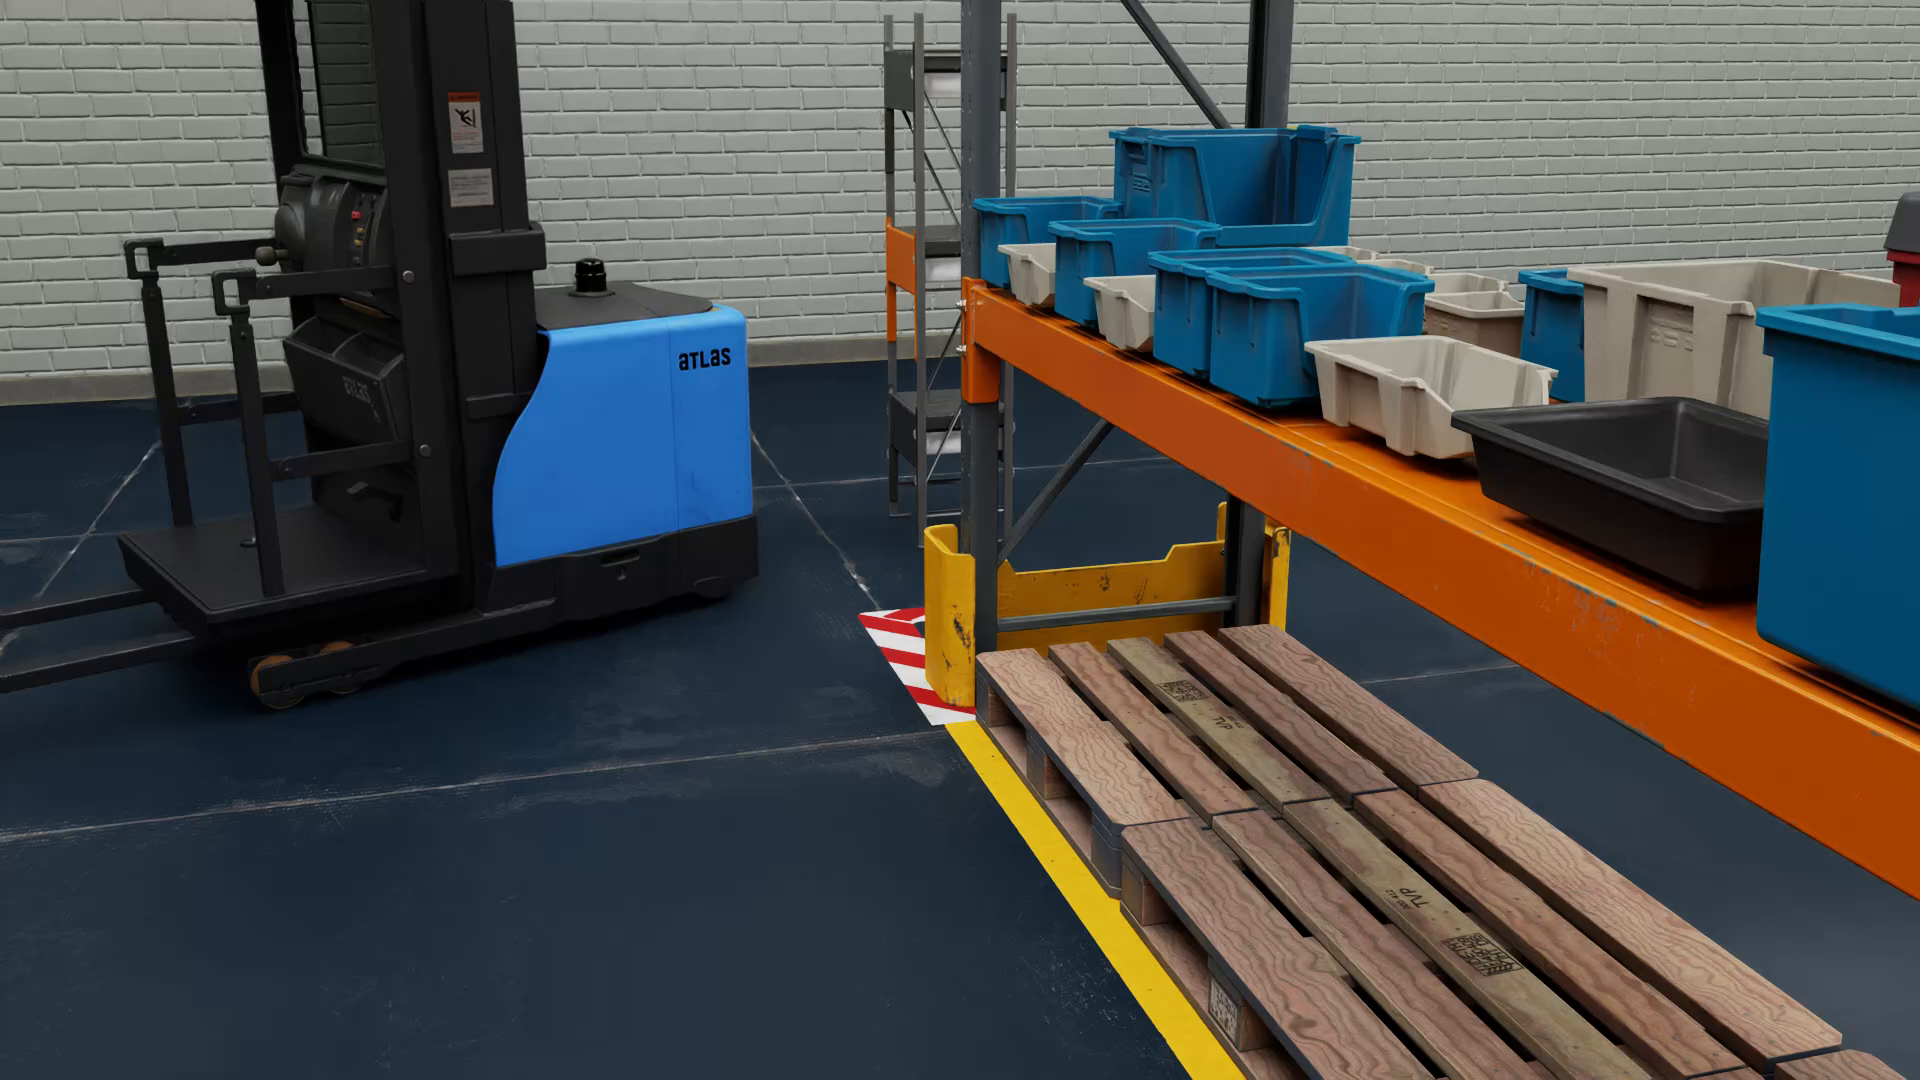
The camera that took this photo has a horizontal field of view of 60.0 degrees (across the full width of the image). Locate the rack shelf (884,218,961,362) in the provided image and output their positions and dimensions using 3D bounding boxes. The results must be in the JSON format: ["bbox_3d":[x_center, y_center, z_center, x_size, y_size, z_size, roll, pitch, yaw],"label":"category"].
[{"bbox_3d":[-0.045,-1.038,6.806,0.431,0.518,0.480,-5,17,-15],"label":"rack shelf"}]

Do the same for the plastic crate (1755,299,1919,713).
[{"bbox_3d":[1.142,-0.011,1.699,0.392,0.384,0.575,-5,17,-15],"label":"plastic crate"}]

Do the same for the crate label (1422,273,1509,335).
[{"bbox_3d":[1.063,-0.529,3.854,0.396,0.136,0.243,-5,17,-15],"label":"crate label"}]

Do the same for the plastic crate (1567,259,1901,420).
[{"bbox_3d":[1.356,-0.297,2.829,0.437,0.282,0.530,-5,17,-15],"label":"plastic crate"}]

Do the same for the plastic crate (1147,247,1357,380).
[{"bbox_3d":[0.612,-0.485,3.538,0.416,0.233,0.300,-5,17,-15],"label":"plastic crate"}]

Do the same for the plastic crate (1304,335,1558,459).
[{"bbox_3d":[0.831,-0.248,2.919,0.293,0.136,0.466,-5,17,-15],"label":"plastic crate"}]

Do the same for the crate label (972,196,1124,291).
[{"bbox_3d":[0.250,-0.849,4.750,0.416,0.233,0.303,-5,17,-15],"label":"crate label"}]

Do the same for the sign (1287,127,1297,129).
[{"bbox_3d":[1.023,-1.121,5.185,0.100,0.325,0.005,-5,17,-15],"label":"sign"}]

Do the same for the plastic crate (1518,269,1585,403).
[{"bbox_3d":[1.310,-0.395,3.241,0.416,0.233,0.300,-5,17,-15],"label":"plastic crate"}]

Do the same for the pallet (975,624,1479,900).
[{"bbox_3d":[0.688,0.572,4.681,1.003,0.211,1.213,-5,17,-15],"label":"pallet"}]

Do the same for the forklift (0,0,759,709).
[{"bbox_3d":[-2.222,-1.046,5.341,3.031,2.935,1.130,-13,21,-37],"label":"forklift"}]

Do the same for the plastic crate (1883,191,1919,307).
[{"bbox_3d":[1.594,-0.214,2.236,0.402,0.464,0.583,-5,17,-15],"label":"plastic crate"}]

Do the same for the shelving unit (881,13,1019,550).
[{"bbox_3d":[-0.045,-1.051,6.802,0.431,2.100,0.503,-5,17,-15],"label":"shelving unit"}]

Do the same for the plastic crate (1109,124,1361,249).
[{"bbox_3d":[0.770,-0.962,4.776,0.616,0.435,0.499,-5,17,-15],"label":"plastic crate"}]

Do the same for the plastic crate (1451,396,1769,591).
[{"bbox_3d":[1.032,-0.073,2.357,0.437,0.125,0.590,-5,17,-15],"label":"plastic crate"}]

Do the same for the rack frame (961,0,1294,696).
[{"bbox_3d":[0.499,-0.995,5.049,1.000,3.000,0.127,-5,17,-15],"label":"rack frame"}]

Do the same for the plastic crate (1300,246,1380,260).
[{"bbox_3d":[0.897,-0.686,4.375,0.396,0.136,0.243,-5,17,-15],"label":"plastic crate"}]

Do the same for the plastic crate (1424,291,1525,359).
[{"bbox_3d":[1.162,-0.449,3.587,0.298,0.136,0.250,-5,17,-15],"label":"plastic crate"}]

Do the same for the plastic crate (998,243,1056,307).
[{"bbox_3d":[0.259,-0.707,4.447,0.250,0.136,0.298,-5,17,-15],"label":"plastic crate"}]

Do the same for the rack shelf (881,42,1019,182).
[{"bbox_3d":[-0.045,-1.709,6.605,0.431,0.518,0.480,-5,17,-15],"label":"rack shelf"}]

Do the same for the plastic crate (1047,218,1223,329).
[{"bbox_3d":[0.431,-0.667,4.144,0.416,0.233,0.300,-5,17,-15],"label":"plastic crate"}]

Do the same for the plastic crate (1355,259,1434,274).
[{"bbox_3d":[0.963,-0.604,4.104,0.396,0.136,0.243,-5,17,-15],"label":"plastic crate"}]

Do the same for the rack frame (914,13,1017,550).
[{"bbox_3d":[0.022,-0.984,6.578,0.400,2.100,0.015,-5,17,-15],"label":"rack frame"}]

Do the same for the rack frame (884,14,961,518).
[{"bbox_3d":[-0.113,-1.119,7.027,0.400,2.100,0.015,-5,17,-15],"label":"rack frame"}]

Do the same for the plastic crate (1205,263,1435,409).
[{"bbox_3d":[0.694,-0.402,3.262,0.416,0.233,0.300,-5,17,-15],"label":"plastic crate"}]

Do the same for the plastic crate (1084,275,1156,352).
[{"bbox_3d":[0.445,-0.520,3.823,0.250,0.136,0.298,-5,17,-15],"label":"plastic crate"}]

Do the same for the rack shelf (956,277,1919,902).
[{"bbox_3d":[1.048,-0.097,3.311,1.077,0.370,4.000,-5,17,-15],"label":"rack shelf"}]

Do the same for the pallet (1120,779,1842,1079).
[{"bbox_3d":[1.020,0.909,3.559,1.003,0.211,1.213,-5,17,-15],"label":"pallet"}]

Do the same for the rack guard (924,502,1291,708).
[{"bbox_3d":[0.480,0.197,5.427,1.175,0.500,0.348,-5,17,-15],"label":"rack guard"}]

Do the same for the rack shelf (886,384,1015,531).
[{"bbox_3d":[-0.045,-0.368,7.008,0.431,0.518,0.480,-5,17,-15],"label":"rack shelf"}]

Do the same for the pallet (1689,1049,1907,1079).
[{"bbox_3d":[1.359,1.247,2.434,1.003,0.211,1.213,-5,17,-15],"label":"pallet"}]
